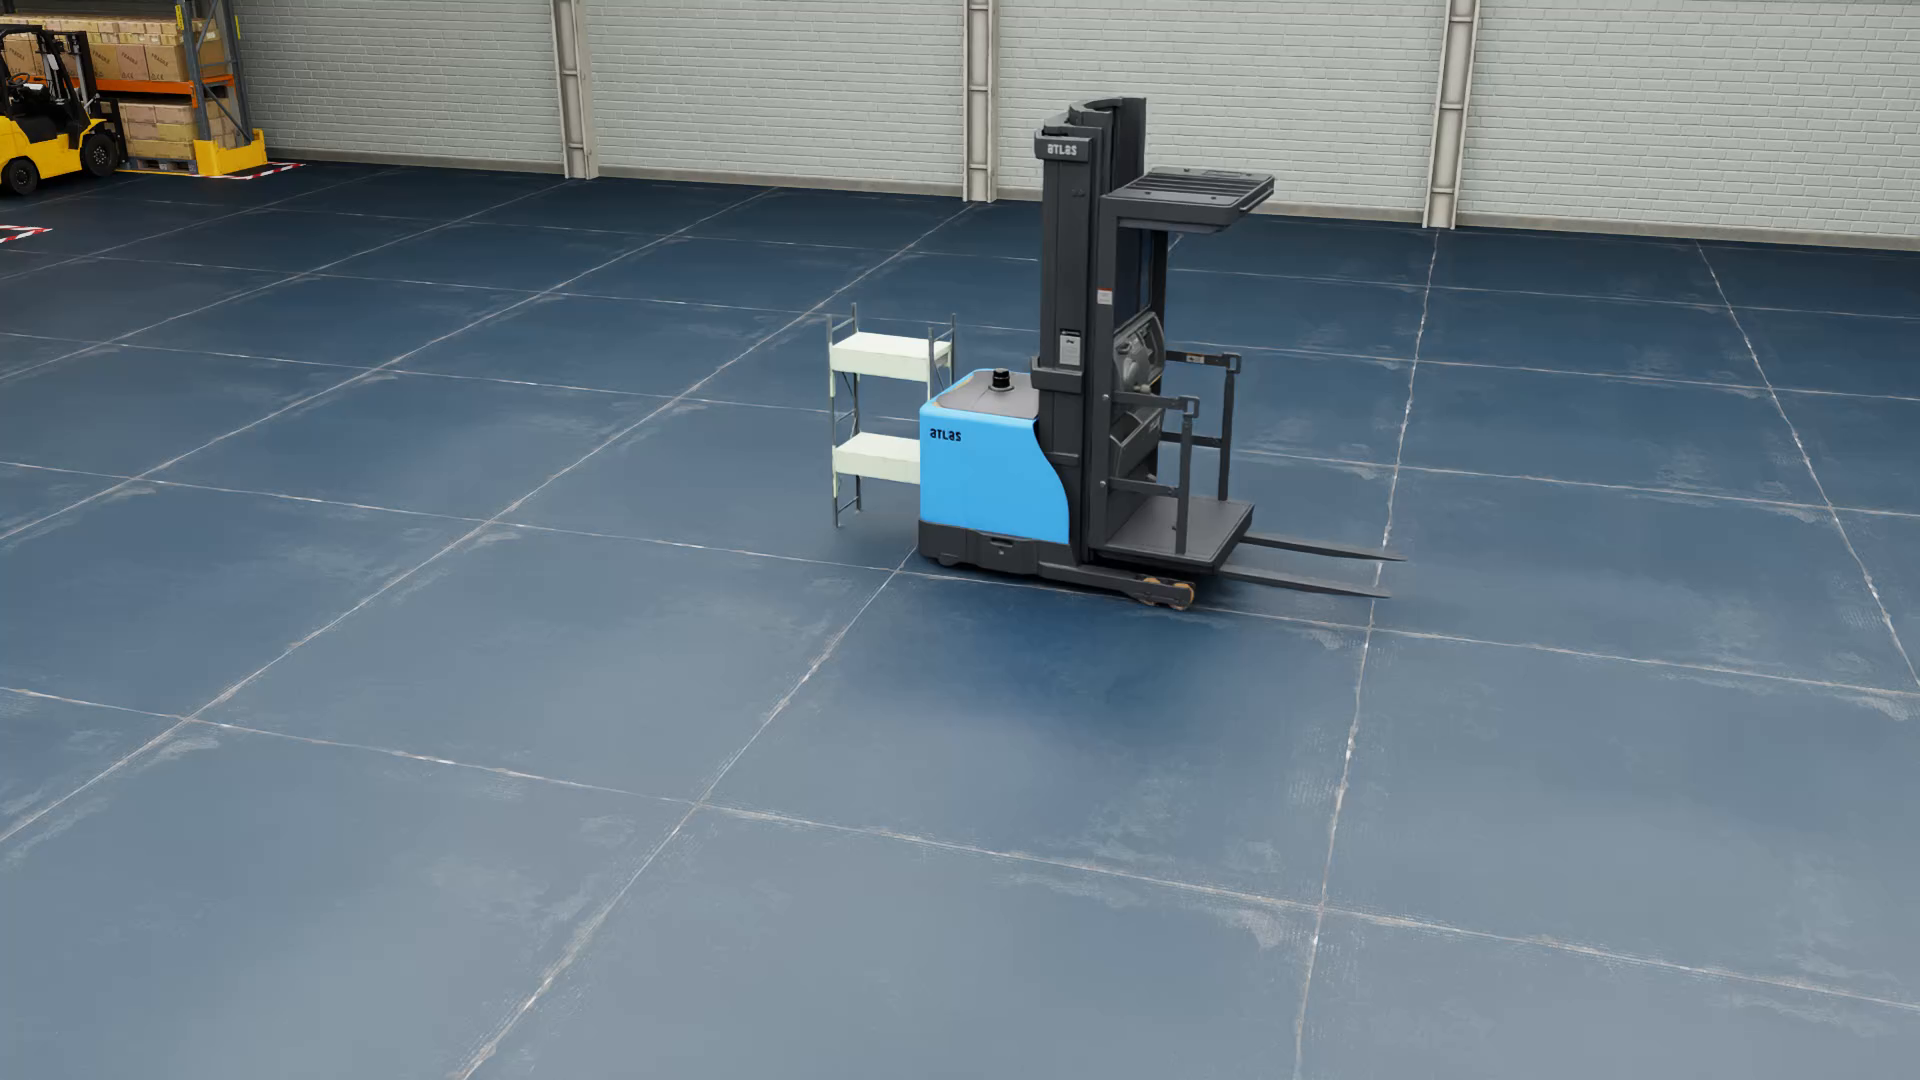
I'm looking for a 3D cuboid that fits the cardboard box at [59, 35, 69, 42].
[{"bbox_3d":[-12.937,-7.380,24.324,0.250,0.149,0.380,6,23,14],"label":"cardboard box"}]

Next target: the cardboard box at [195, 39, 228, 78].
[{"bbox_3d":[-11.205,-7.104,24.505,0.500,0.500,0.500,7,23,17],"label":"cardboard box"}]

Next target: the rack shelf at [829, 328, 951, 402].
[{"bbox_3d":[-0.450,-1.144,11.054,0.720,0.370,0.431,9,24,21],"label":"rack shelf"}]

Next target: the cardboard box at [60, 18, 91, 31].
[{"bbox_3d":[-12.921,-7.549,24.343,0.250,0.149,0.380,7,23,16],"label":"cardboard box"}]

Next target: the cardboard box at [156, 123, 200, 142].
[{"bbox_3d":[-11.367,-5.996,24.346,0.500,0.250,0.500,6,23,15],"label":"cardboard box"}]

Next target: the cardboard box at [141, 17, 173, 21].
[{"bbox_3d":[-11.801,-7.599,24.463,0.250,0.149,0.380,7,23,16],"label":"cardboard box"}]

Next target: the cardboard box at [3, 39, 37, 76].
[{"bbox_3d":[-13.788,-7.193,24.721,0.500,0.500,0.500,7,23,16],"label":"cardboard box"}]

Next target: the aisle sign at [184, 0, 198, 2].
[{"bbox_3d":[-10.833,-7.992,23.375,0.004,0.787,0.394,7,23,16],"label":"aisle sign"}]

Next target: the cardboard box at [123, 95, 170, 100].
[{"bbox_3d":[-12.172,-6.521,24.968,0.500,0.250,0.500,6,23,15],"label":"cardboard box"}]

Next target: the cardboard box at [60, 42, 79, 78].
[{"bbox_3d":[-12.827,-7.075,24.434,0.500,0.500,0.500,7,23,16],"label":"cardboard box"}]

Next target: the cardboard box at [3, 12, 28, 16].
[{"bbox_3d":[-14.248,-7.900,25.199,0.250,0.149,0.380,7,23,16],"label":"cardboard box"}]

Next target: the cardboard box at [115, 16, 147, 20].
[{"bbox_3d":[-12.283,-7.683,24.669,0.250,0.149,0.380,6,23,14],"label":"cardboard box"}]

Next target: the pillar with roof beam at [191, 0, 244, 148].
[{"bbox_3d":[-12.461,-8.518,20.178,0.400,9.000,9.100,7,23,16],"label":"pillar with roof beam"}]

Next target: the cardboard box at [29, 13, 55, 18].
[{"bbox_3d":[-13.762,-7.833,25.036,0.250,0.149,0.380,6,23,15],"label":"cardboard box"}]

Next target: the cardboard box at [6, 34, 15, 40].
[{"bbox_3d":[-13.906,-7.511,24.642,0.250,0.149,0.380,6,23,15],"label":"cardboard box"}]

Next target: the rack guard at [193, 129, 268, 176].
[{"bbox_3d":[-10.788,-5.744,24.614,0.348,0.500,1.175,7,23,16],"label":"rack guard"}]

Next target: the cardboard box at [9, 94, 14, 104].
[{"bbox_3d":[-14.268,-6.559,25.060,0.500,0.250,0.500,6,23,15],"label":"cardboard box"}]

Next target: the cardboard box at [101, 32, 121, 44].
[{"bbox_3d":[-12.211,-7.297,24.120,0.250,0.149,0.380,6,23,14],"label":"cardboard box"}]

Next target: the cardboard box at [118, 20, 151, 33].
[{"bbox_3d":[-11.935,-7.438,24.073,0.250,0.149,0.380,7,23,16],"label":"cardboard box"}]

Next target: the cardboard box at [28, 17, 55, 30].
[{"bbox_3d":[-13.425,-7.578,24.413,0.250,0.149,0.380,6,23,15],"label":"cardboard box"}]

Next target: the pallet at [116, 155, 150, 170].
[{"bbox_3d":[-12.720,-5.816,25.170,1.213,0.211,1.003,7,23,15],"label":"pallet"}]

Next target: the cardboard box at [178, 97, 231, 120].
[{"bbox_3d":[-11.217,-6.409,24.694,0.500,0.250,0.500,6,23,15],"label":"cardboard box"}]

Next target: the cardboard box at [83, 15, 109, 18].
[{"bbox_3d":[-12.797,-7.709,24.732,0.250,0.149,0.380,7,23,17],"label":"cardboard box"}]

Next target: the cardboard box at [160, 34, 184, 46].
[{"bbox_3d":[-11.224,-7.185,23.848,0.250,0.149,0.380,7,23,16],"label":"cardboard box"}]

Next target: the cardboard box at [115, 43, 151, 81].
[{"bbox_3d":[-11.852,-6.968,24.173,0.500,0.500,0.500,7,23,17],"label":"cardboard box"}]

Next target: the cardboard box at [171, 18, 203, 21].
[{"bbox_3d":[-11.307,-7.553,24.353,0.250,0.149,0.380,7,23,17],"label":"cardboard box"}]

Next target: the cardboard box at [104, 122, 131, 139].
[{"bbox_3d":[-12.345,-6.104,24.609,0.500,0.250,0.500,6,23,14],"label":"cardboard box"}]

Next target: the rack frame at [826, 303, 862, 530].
[{"bbox_3d":[-0.787,-0.837,11.335,0.023,1.500,0.400,9,24,21],"label":"rack frame"}]

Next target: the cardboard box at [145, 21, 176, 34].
[{"bbox_3d":[-11.460,-7.365,23.895,0.250,0.149,0.380,7,23,16],"label":"cardboard box"}]

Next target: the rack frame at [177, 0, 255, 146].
[{"bbox_3d":[-10.811,-6.903,24.146,0.127,3.000,1.000,7,23,16],"label":"rack frame"}]

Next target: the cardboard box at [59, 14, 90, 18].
[{"bbox_3d":[-13.262,-7.793,24.937,0.250,0.149,0.380,6,23,15],"label":"cardboard box"}]

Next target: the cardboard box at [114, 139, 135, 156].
[{"bbox_3d":[-12.302,-5.878,24.717,0.500,0.250,0.500,7,23,16],"label":"cardboard box"}]

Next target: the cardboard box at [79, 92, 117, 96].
[{"bbox_3d":[-13.144,-6.632,25.238,0.500,0.250,0.500,7,23,16],"label":"cardboard box"}]

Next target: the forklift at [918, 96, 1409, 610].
[{"bbox_3d":[1.292,-1.154,10.222,3.031,2.935,1.130,9,24,21],"label":"forklift"}]

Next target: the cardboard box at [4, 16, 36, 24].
[{"bbox_3d":[-13.898,-7.662,24.618,0.250,0.149,0.380,6,23,15],"label":"cardboard box"}]

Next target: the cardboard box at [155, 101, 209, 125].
[{"bbox_3d":[-11.342,-6.225,24.245,0.500,0.250,0.500,7,23,17],"label":"cardboard box"}]

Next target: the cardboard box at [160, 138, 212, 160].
[{"bbox_3d":[-11.352,-5.762,24.434,0.500,0.250,0.500,7,23,16],"label":"cardboard box"}]

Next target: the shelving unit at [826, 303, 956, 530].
[{"bbox_3d":[-0.450,-0.783,11.202,0.755,1.500,0.431,9,24,21],"label":"shelving unit"}]

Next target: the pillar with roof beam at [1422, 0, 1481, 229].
[{"bbox_3d":[4.772,-6.545,15.368,0.400,9.000,9.100,7,23,16],"label":"pillar with roof beam"}]

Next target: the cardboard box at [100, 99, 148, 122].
[{"bbox_3d":[-12.319,-6.330,24.502,0.500,0.250,0.500,7,23,16],"label":"cardboard box"}]

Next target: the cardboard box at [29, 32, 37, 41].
[{"bbox_3d":[-13.440,-7.428,24.439,0.250,0.149,0.380,6,23,15],"label":"cardboard box"}]

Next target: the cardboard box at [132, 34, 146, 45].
[{"bbox_3d":[-11.708,-7.253,24.014,0.250,0.149,0.380,7,23,17],"label":"cardboard box"}]

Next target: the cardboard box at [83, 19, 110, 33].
[{"bbox_3d":[-12.466,-7.453,24.109,0.250,0.149,0.380,7,23,17],"label":"cardboard box"}]

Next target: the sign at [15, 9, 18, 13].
[{"bbox_3d":[-14.482,-7.980,25.527,0.005,0.325,0.100,7,23,16],"label":"sign"}]
